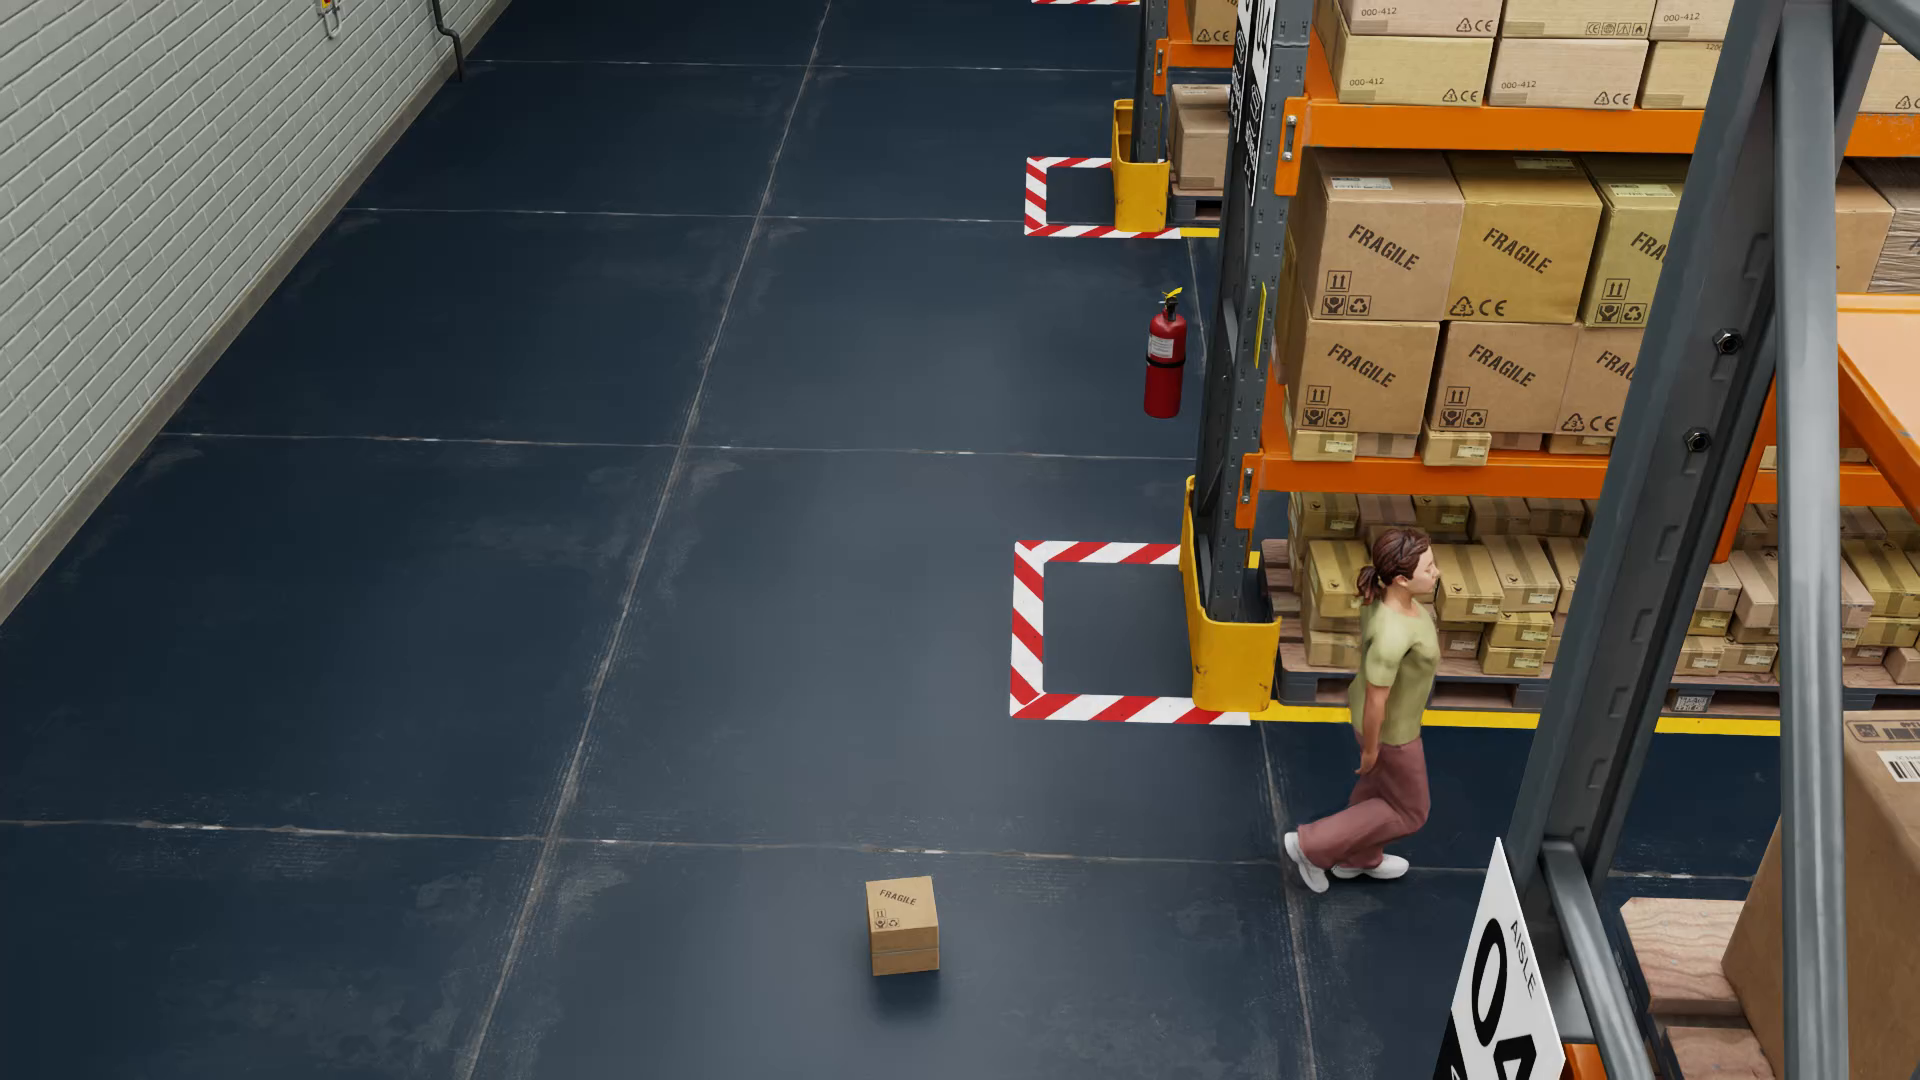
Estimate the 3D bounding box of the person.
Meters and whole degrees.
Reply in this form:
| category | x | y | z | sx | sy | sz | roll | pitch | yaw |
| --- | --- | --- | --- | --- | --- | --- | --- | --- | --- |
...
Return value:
| category | x | y | z | sx | sy | sz | roll | pitch | yaw |
| --- | --- | --- | --- | --- | --- | --- | --- | --- | --- |
| person | 1.523 | 0.660 | 6.160 | 0.528 | 1.660 | 0.447 | 3 | 36 | 4 |
